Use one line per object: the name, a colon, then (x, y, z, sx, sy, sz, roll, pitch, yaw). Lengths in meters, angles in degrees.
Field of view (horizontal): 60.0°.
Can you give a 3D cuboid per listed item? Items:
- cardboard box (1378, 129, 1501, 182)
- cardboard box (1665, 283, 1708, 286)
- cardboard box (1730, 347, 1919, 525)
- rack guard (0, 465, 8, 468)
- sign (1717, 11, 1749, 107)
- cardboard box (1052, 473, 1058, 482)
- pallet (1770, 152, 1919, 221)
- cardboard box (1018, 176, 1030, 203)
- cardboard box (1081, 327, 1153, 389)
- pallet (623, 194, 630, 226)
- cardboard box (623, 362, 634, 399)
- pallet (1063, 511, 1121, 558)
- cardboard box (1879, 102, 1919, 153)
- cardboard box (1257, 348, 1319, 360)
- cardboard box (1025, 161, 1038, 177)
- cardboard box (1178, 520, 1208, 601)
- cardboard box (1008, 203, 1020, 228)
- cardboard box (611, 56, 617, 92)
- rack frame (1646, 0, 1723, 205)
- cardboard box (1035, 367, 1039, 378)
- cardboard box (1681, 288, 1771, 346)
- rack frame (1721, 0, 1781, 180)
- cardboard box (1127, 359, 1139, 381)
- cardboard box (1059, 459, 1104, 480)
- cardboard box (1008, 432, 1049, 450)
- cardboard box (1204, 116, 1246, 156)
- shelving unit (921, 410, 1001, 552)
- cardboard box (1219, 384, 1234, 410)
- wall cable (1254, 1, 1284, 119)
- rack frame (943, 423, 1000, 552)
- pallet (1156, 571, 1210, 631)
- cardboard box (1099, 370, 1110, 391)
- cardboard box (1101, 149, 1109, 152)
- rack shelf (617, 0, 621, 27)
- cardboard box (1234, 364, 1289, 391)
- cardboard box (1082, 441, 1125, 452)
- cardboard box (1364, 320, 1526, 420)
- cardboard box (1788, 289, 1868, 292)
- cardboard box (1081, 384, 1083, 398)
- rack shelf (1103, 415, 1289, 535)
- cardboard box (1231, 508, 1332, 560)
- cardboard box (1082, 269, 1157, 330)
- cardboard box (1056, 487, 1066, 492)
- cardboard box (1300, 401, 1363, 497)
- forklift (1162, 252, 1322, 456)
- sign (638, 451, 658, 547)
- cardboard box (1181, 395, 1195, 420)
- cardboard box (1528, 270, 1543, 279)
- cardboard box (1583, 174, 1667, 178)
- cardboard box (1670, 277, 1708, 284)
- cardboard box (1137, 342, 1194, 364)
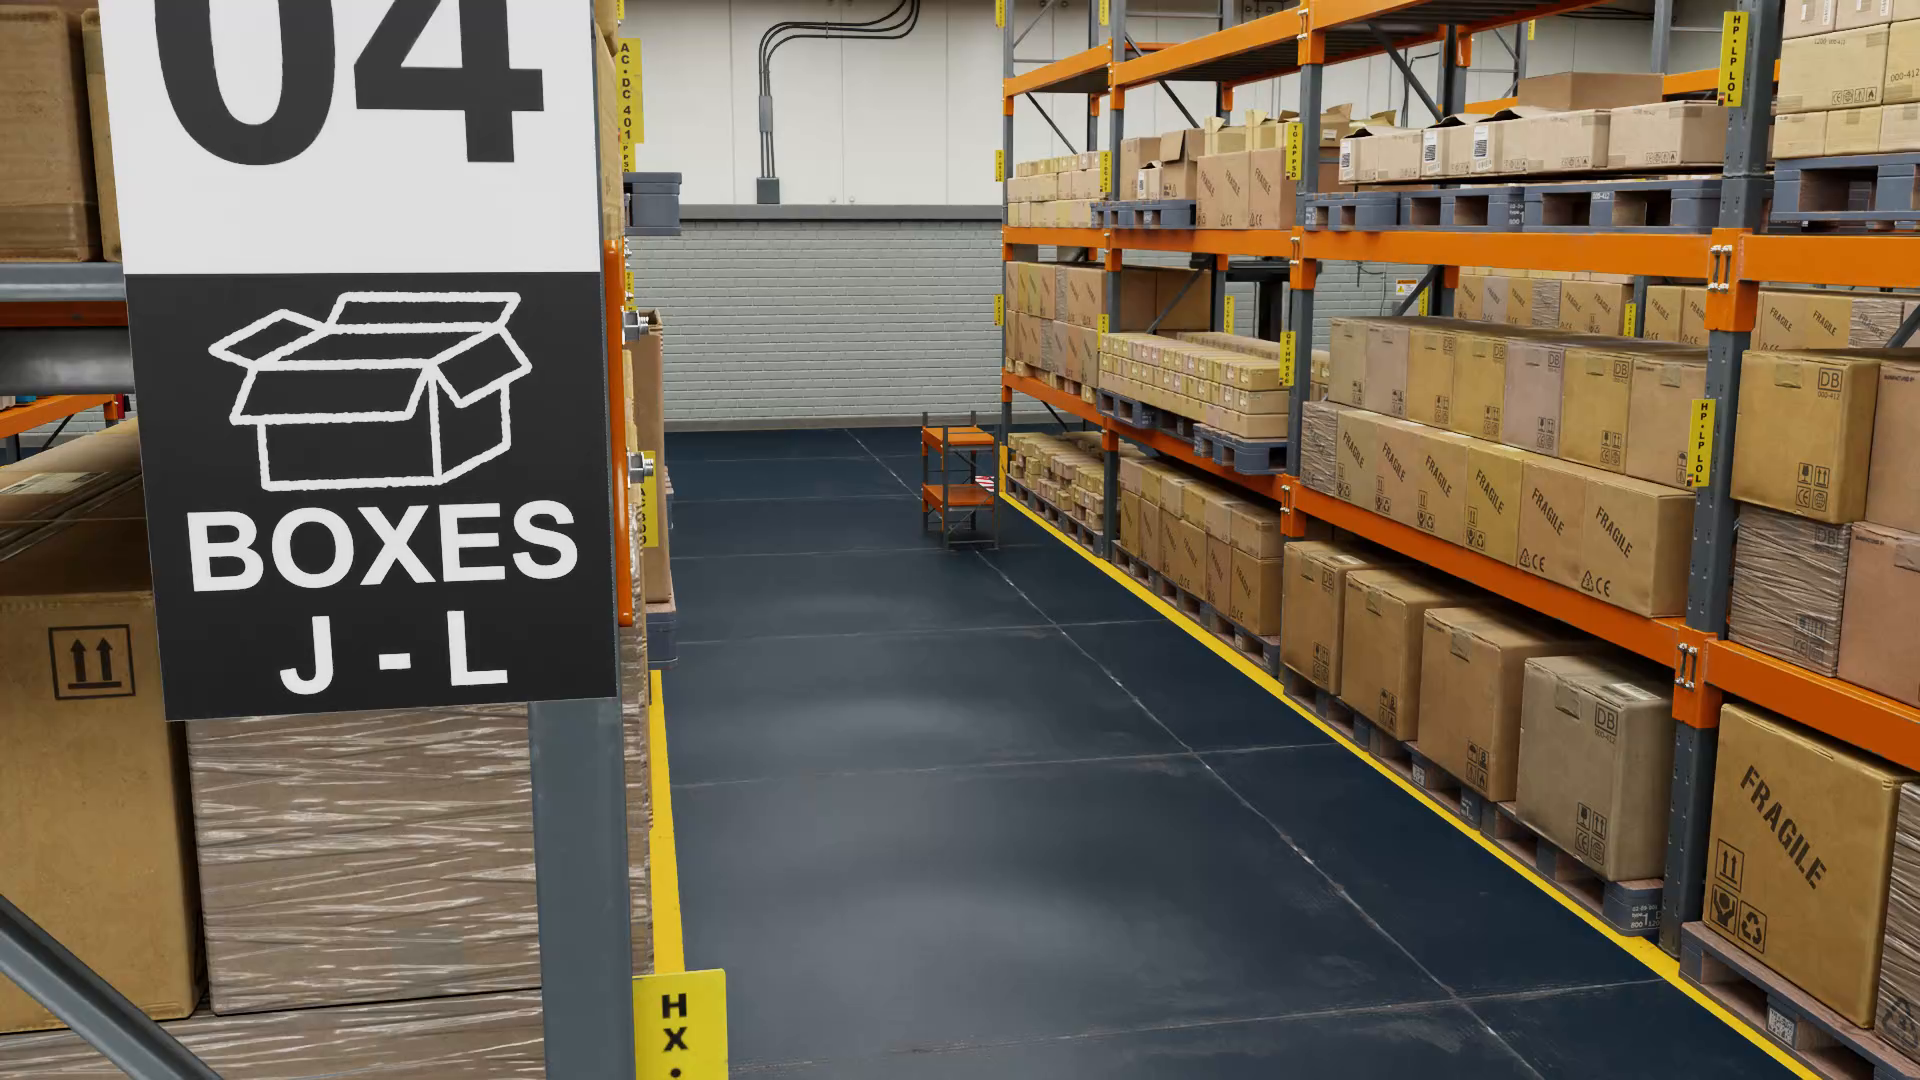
cardboard box: (2.531, -2.008, 8.712, 0.500, 0.250, 0.500, -2, 11, -9)
cardboard box: (6.711, -2.154, 15.549, 0.500, 0.500, 0.500, -2, 11, -11)
cardboard box: (3.325, -0.387, 5.918, 0.875, 0.550, 0.550, -2, 11, -11)
rack guard: (-8.808, -0.487, 16.416, 1.175, 0.500, 0.348, -2, 11, -11)
sign: (2.756, -1.712, 5.924, 0.100, 0.325, 0.005, -2, 11, -11)
cardboard box: (1.117, -0.661, 16.351, 0.380, 0.149, 0.250, -2, 11, -8)
pallet: (3.435, -1.131, 5.333, 1.003, 0.211, 1.213, -2, 11, -11)
cardboard box: (0.886, -3.512, 16.670, 0.500, 0.250, 0.500, -2, 11, -12)
cardboard box: (1.359, -1.593, 14.479, 0.500, 0.500, 0.500, -2, 11, -11)
pallet: (-2.554, -1.920, 9.747, 1.213, 0.211, 1.003, -2, 11, -8)
cardboard box: (-1.142, -0.212, 4.552, 0.500, 0.500, 0.500, -2, 11, -11)
pallet: (1.565, -0.071, 15.005, 1.003, 0.211, 1.213, -2, 11, -11)
cardboard box: (3.123, -1.285, 5.184, 0.380, 0.149, 0.250, -2, 11, -11)
cardboard box: (2.352, -1.293, 11.927, 0.380, 0.149, 0.250, -2, 11, -9)
cardboard box: (0.852, -3.682, 16.493, 0.380, 0.149, 0.250, -2, 11, -10)
cardboard box: (1.908, 0.133, 12.036, 0.500, 0.500, 0.500, -3, 11, -14)
cardboard box: (0.789, -3.361, 17.211, 0.500, 0.250, 0.500, -2, 11, -9)
cardboard box: (-1.261, -1.531, 4.796, 0.500, 0.500, 0.500, -2, 11, -13)
rack frame: (6.566, -4.465, 14.586, 1.000, 3.000, 0.127, -2, 11, -11)
cardboard box: (0.969, -1.719, 16.877, 0.380, 0.149, 0.250, -2, 11, -8)
cardboard box: (6.496, -1.874, 14.080, 0.500, 0.500, 0.500, -2, 11, -11)
rack frame: (3.287, -2.799, 5.834, 1.000, 3.000, 0.127, -2, 11, -11)
cardboard box: (1.510, -1.317, 12.845, 0.380, 0.149, 0.250, -3, 11, -13)
cardboard box: (1.145, -0.660, 15.554, 0.380, 0.149, 0.250, -3, 11, -14)
cardboard box: (0.721, -1.042, 17.560, 0.380, 0.149, 0.250, -3, 11, -14)
cardboard box: (1.905, -2.784, 11.464, 0.396, 0.266, 0.258, -2, 11, -11)
shelving unit: (-0.001, -0.554, 15.098, 0.538, 1.125, 1.048, -2, 11, -11)
cardboard box: (1.912, -0.937, 10.852, 0.380, 0.149, 0.250, -2, 11, -9)
wall cable: (4.406, -6.231, 23.868, 0.463, 3.000, 0.029, -2, 11, -11)
rack frame: (0.098, -0.461, 14.608, 0.500, 1.125, 0.032, -2, 11, -11)
pallet: (2.124, 0.418, 12.437, 1.003, 0.211, 1.213, -2, 11, -11)
cardboard box: (1.356, -1.313, 13.621, 0.380, 0.149, 0.250, -3, 11, -14)
cardboard box: (1.401, -3.208, 14.003, 0.380, 0.149, 0.250, -3, 11, -14)
rack shelf: (-2.765, -3.188, 10.870, 1.077, 0.370, 4.000, -2, 11, -11)
cardboard box: (1.964, -1.034, 10.563, 0.380, 0.149, 0.250, -3, 11, -13)
cardboard box: (1.460, -0.922, 16.928, 0.380, 0.149, 0.250, -3, 11, -13)
cardboard box: (2.686, -0.950, 9.225, 0.700, 0.500, 0.500, -2, 11, -12)
cardboard box: (7.087, -1.797, 13.672, 0.500, 0.500, 0.500, -2, 11, -9)
cardboard box: (1.295, -1.334, 14.854, 0.380, 0.149, 0.250, -2, 11, -9)
rack shelf: (2.120, -0.599, 12.244, 1.077, 0.370, 4.000, -2, 11, -11)
cardboard box: (2.118, -0.048, 10.983, 0.500, 0.250, 0.500, -2, 11, -12)
cardboard box: (1.374, -2.082, 14.375, 0.500, 0.500, 0.500, -3, 11, -13)
cardboard box: (1.134, -0.424, 15.906, 0.380, 0.149, 0.250, -2, 11, -10)
cardboard box: (2.331, -0.542, 9.756, 0.500, 0.500, 0.500, -2, 11, -10)
forklift: (2.803, -1.665, 16.107, 1.130, 2.935, 3.031, -1, 11, -7)
sign: (-1.068, -0.136, 5.575, 0.100, 0.325, 0.005, -2, 11, -11)
cardboard box: (1.766, -0.930, 11.609, 0.380, 0.149, 0.250, -3, 11, -14)
cardboard box: (5.945, -2.703, 16.698, 0.380, 0.149, 0.250, -2, 11, -11)
cardboard box: (3.131, -1.866, 7.922, 0.396, 0.266, 0.258, -2, 11, -11)
cardboard box: (6.760, -2.444, 15.337, 0.380, 0.149, 0.250, -2, 11, -12)
cardboard box: (1.560, -1.414, 12.563, 0.380, 0.149, 0.250, -2, 11, -11)
